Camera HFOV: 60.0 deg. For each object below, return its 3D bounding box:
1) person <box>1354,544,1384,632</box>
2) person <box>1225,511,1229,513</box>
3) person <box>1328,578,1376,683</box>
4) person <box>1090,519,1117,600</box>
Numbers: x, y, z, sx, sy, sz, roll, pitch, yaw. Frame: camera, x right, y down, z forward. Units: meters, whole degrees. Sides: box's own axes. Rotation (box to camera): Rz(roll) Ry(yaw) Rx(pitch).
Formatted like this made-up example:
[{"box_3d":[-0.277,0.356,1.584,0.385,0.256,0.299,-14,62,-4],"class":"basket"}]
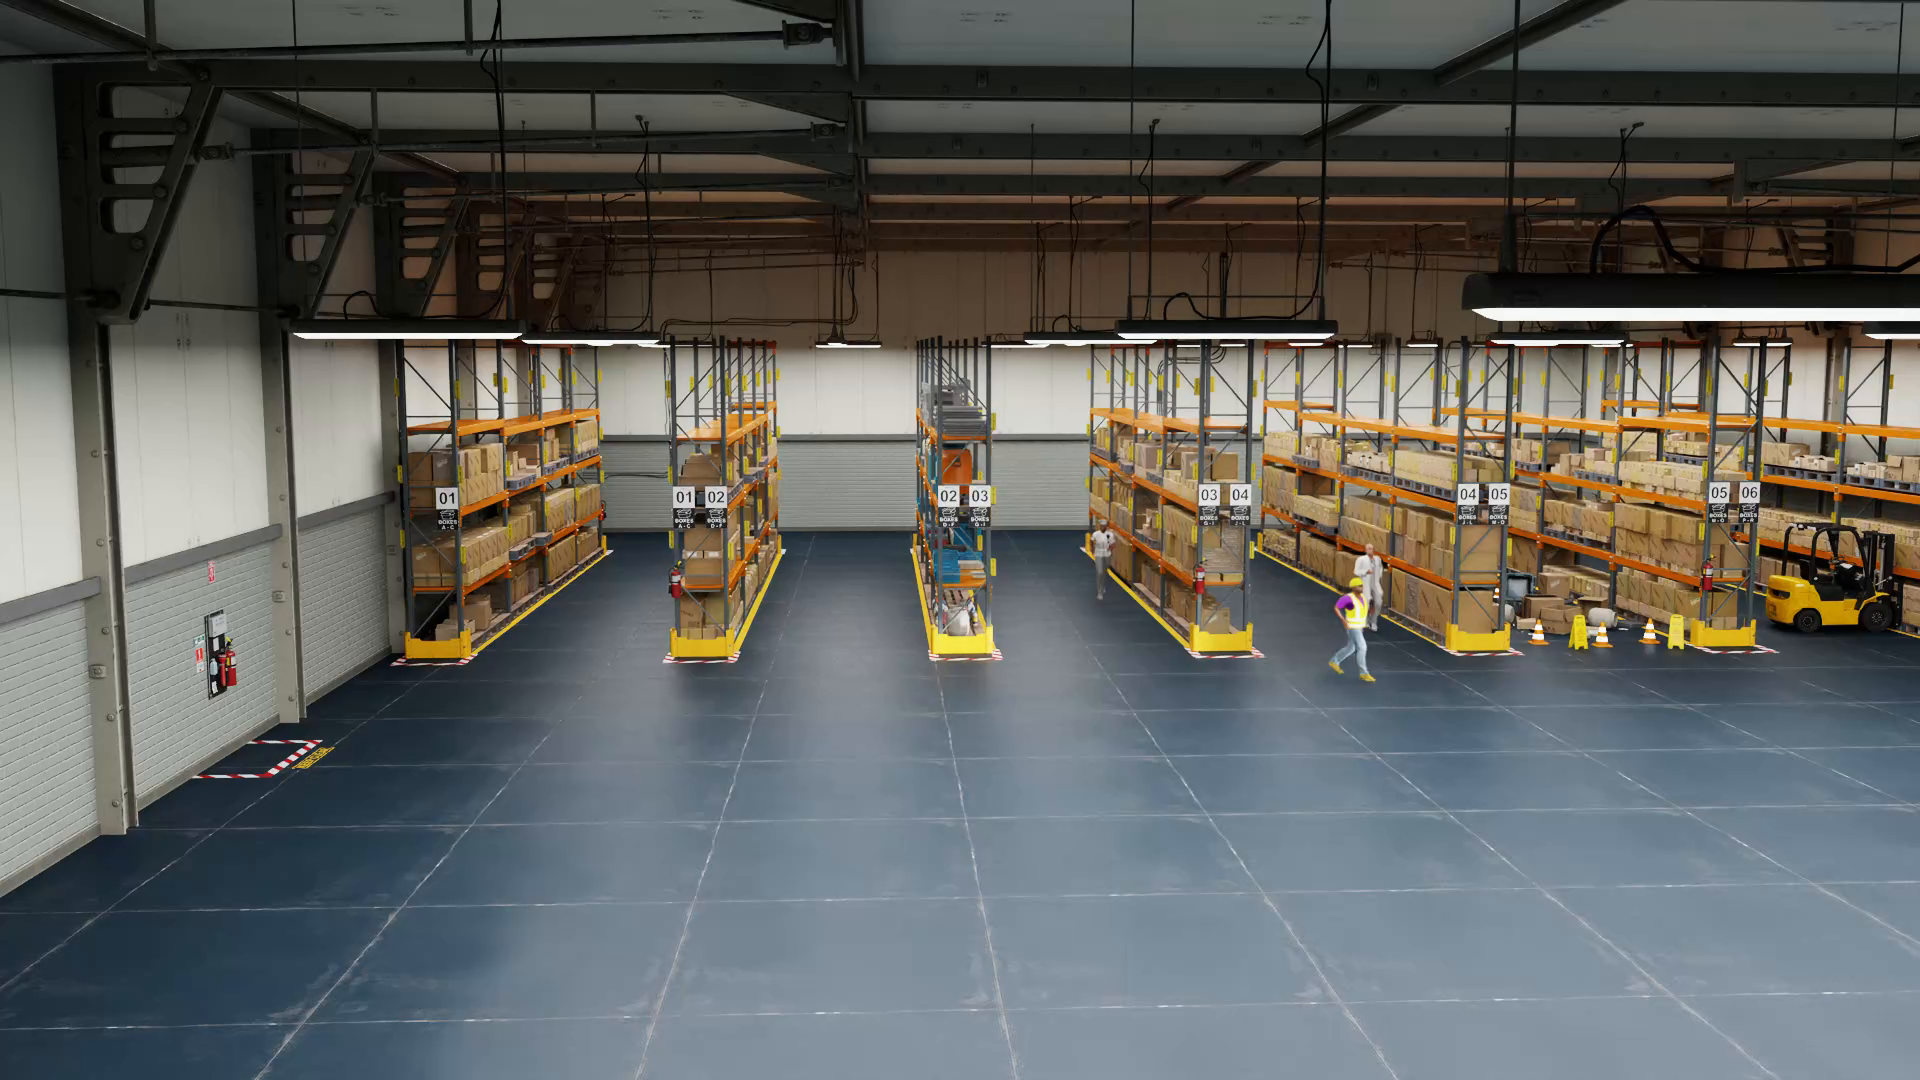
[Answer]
[{"box_3d":[8.416,0.983,34.098,0.688,1.814,0.755,-1,7,-7],"class":"person"},{"box_3d":[7.389,-0.492,47.069,0.764,1.726,0.949,2,7,13],"class":"person"},{"box_3d":[6.897,1.543,29.079,0.912,1.790,0.677,5,8,37],"class":"person"},{"box_3d":[3.189,0.415,36.946,0.564,1.776,0.728,0,7,-4],"class":"person"}]
